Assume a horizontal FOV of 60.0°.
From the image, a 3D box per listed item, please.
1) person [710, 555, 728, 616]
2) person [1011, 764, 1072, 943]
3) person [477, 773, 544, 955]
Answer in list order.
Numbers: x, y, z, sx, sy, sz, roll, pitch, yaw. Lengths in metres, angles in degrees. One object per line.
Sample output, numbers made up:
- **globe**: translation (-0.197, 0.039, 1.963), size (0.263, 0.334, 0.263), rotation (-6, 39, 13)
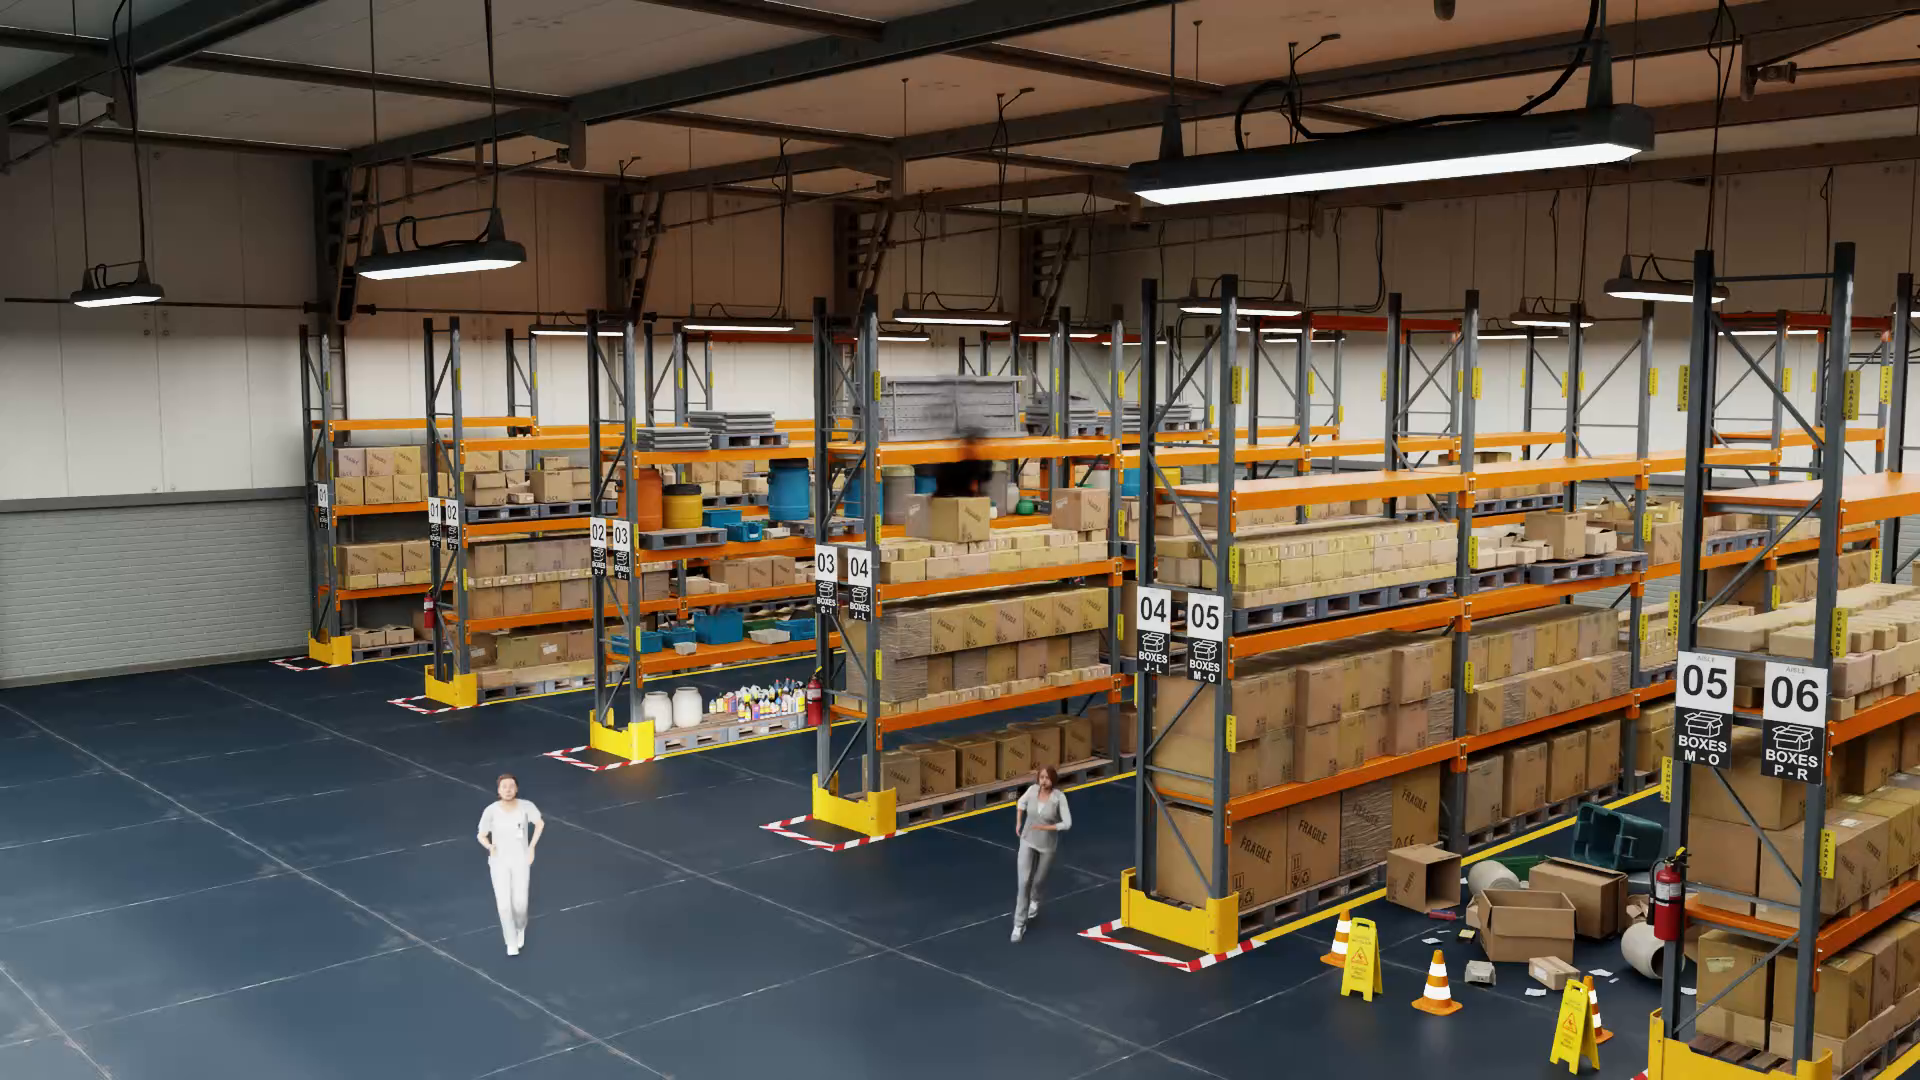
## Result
- **person**: translation (-4.605, 1.090, 32.347), size (0.580, 1.619, 0.609), rotation (5, 7, 39)
- **person**: translation (0.776, 2.842, 15.349), size (0.544, 1.613, 0.796), rotation (1, 6, 14)
- **person**: translation (-3.965, 2.872, 14.696), size (0.575, 1.628, 0.540), rotation (-2, 6, -15)
